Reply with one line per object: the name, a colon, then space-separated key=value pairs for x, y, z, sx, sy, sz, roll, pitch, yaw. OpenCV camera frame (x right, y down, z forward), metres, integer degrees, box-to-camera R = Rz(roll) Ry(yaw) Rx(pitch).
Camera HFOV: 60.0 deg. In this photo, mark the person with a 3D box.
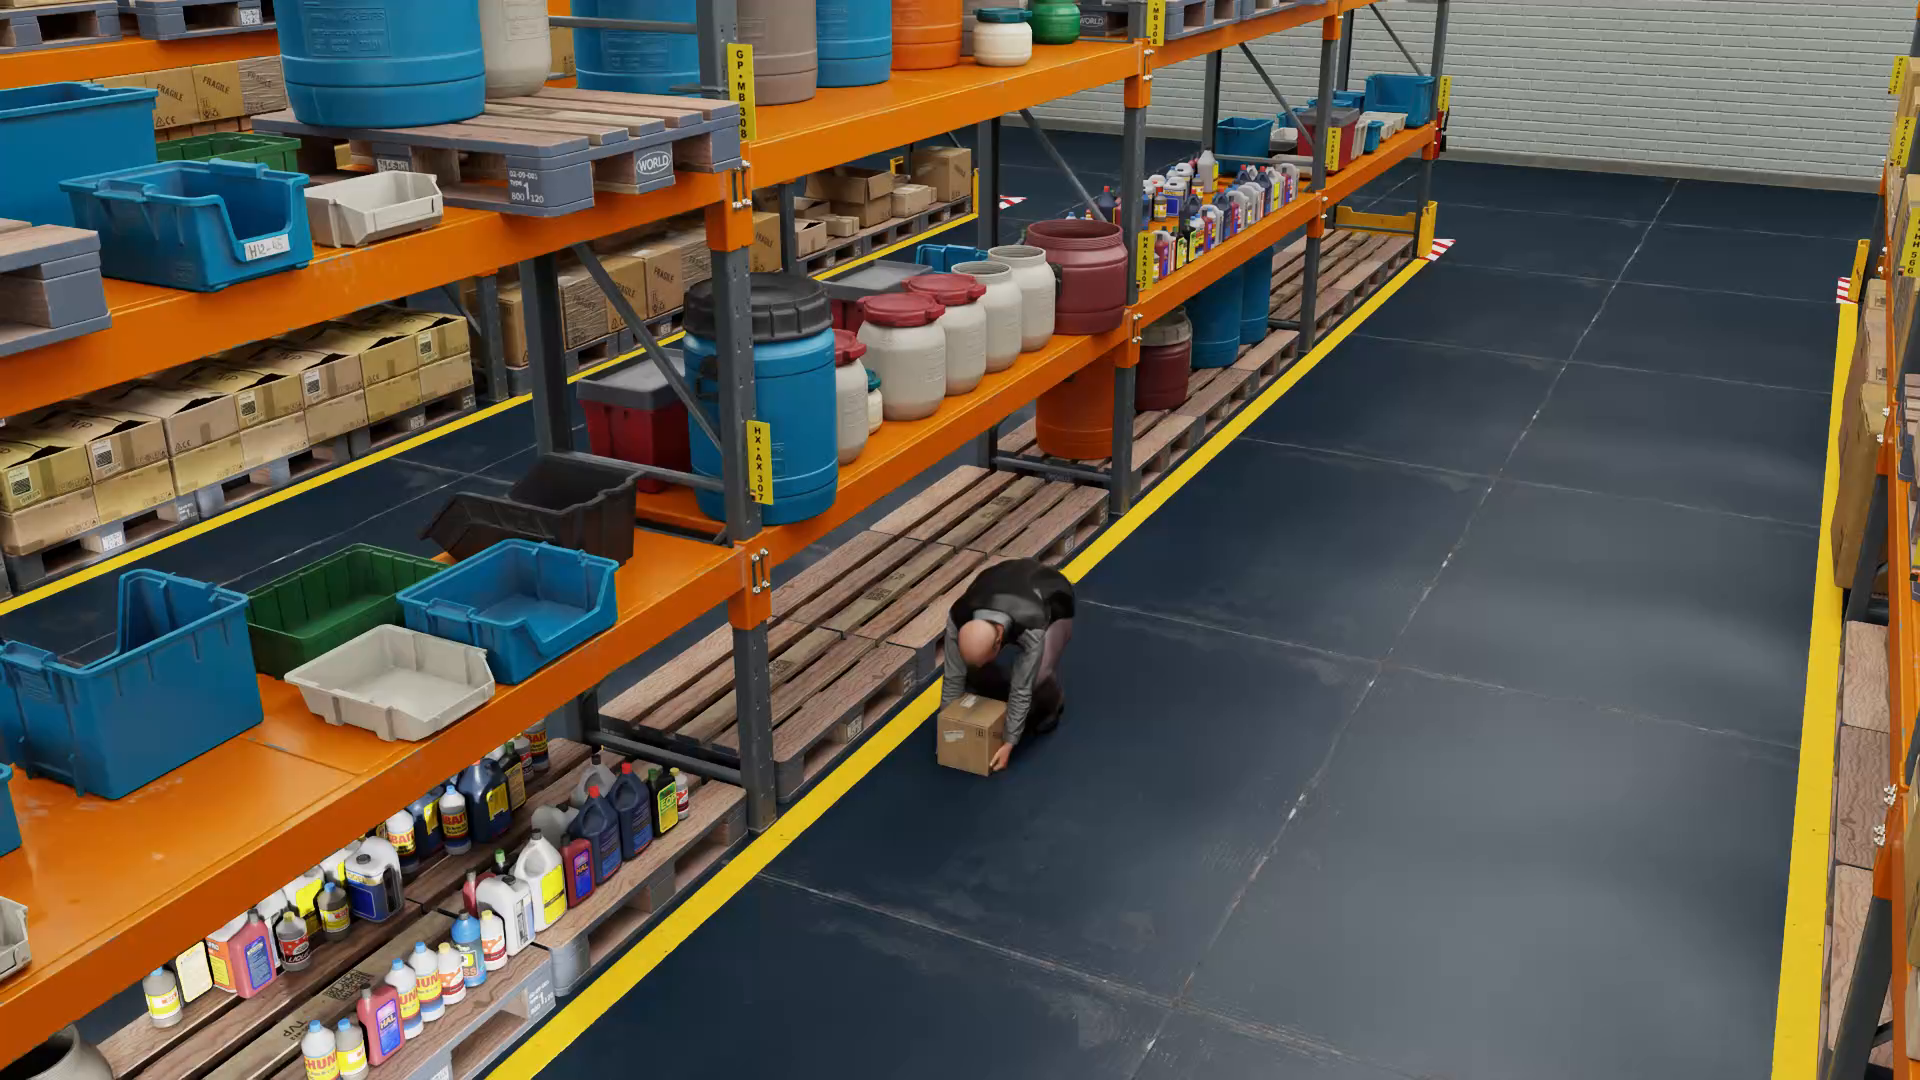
person: x=0.214 y=0.531 z=7.602 sx=0.506 sy=0.796 sz=0.943 roll=10 pitch=25 yaw=23
